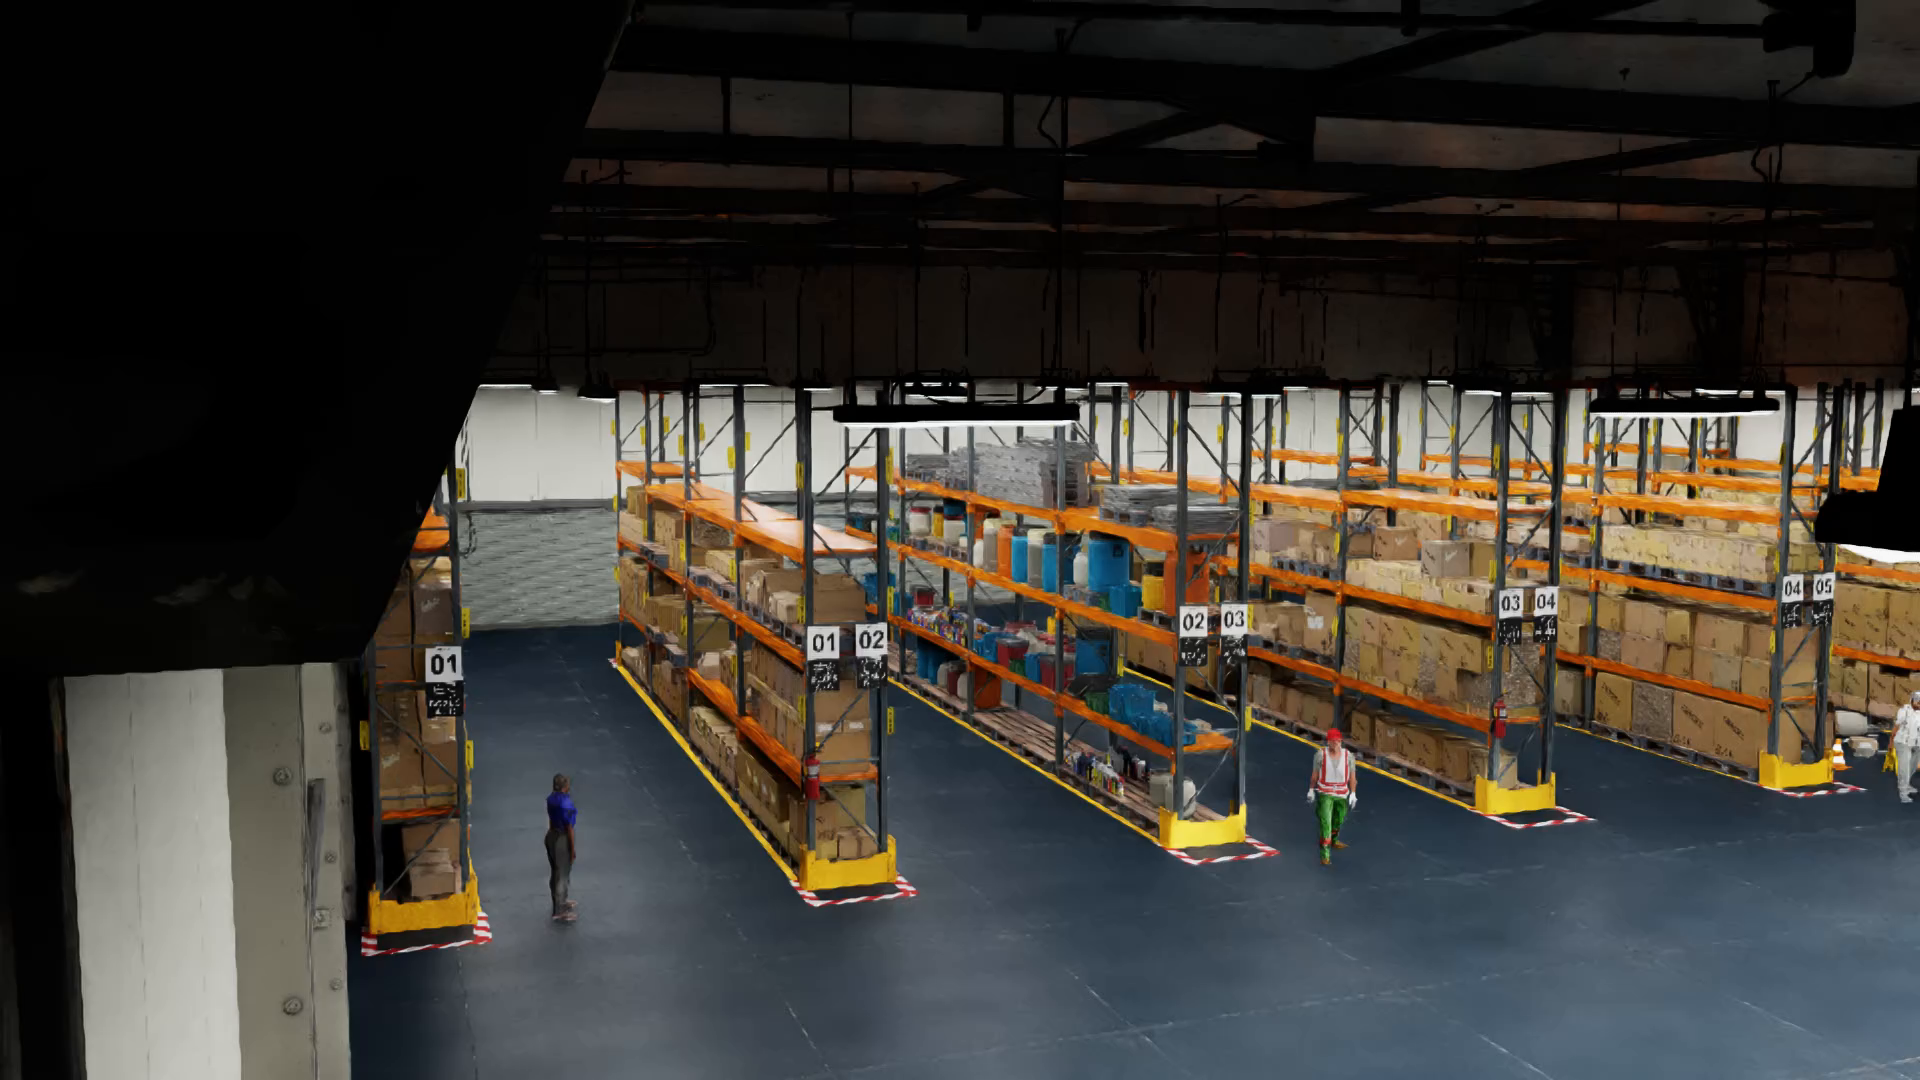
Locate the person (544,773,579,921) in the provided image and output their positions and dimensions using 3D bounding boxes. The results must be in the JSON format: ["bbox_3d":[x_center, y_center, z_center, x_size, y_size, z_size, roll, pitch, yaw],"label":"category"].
[{"bbox_3d":[-4.535,3.525,19.065,0.443,1.567,0.547,-5,8,-42],"label":"person"}]

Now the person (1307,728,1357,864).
[{"bbox_3d":[4.765,3.232,21.266,0.596,1.734,0.987,0,6,0],"label":"person"}]

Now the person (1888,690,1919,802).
[{"bbox_3d":[13.871,2.975,24.237,0.520,1.607,0.938,0,6,4],"label":"person"}]
